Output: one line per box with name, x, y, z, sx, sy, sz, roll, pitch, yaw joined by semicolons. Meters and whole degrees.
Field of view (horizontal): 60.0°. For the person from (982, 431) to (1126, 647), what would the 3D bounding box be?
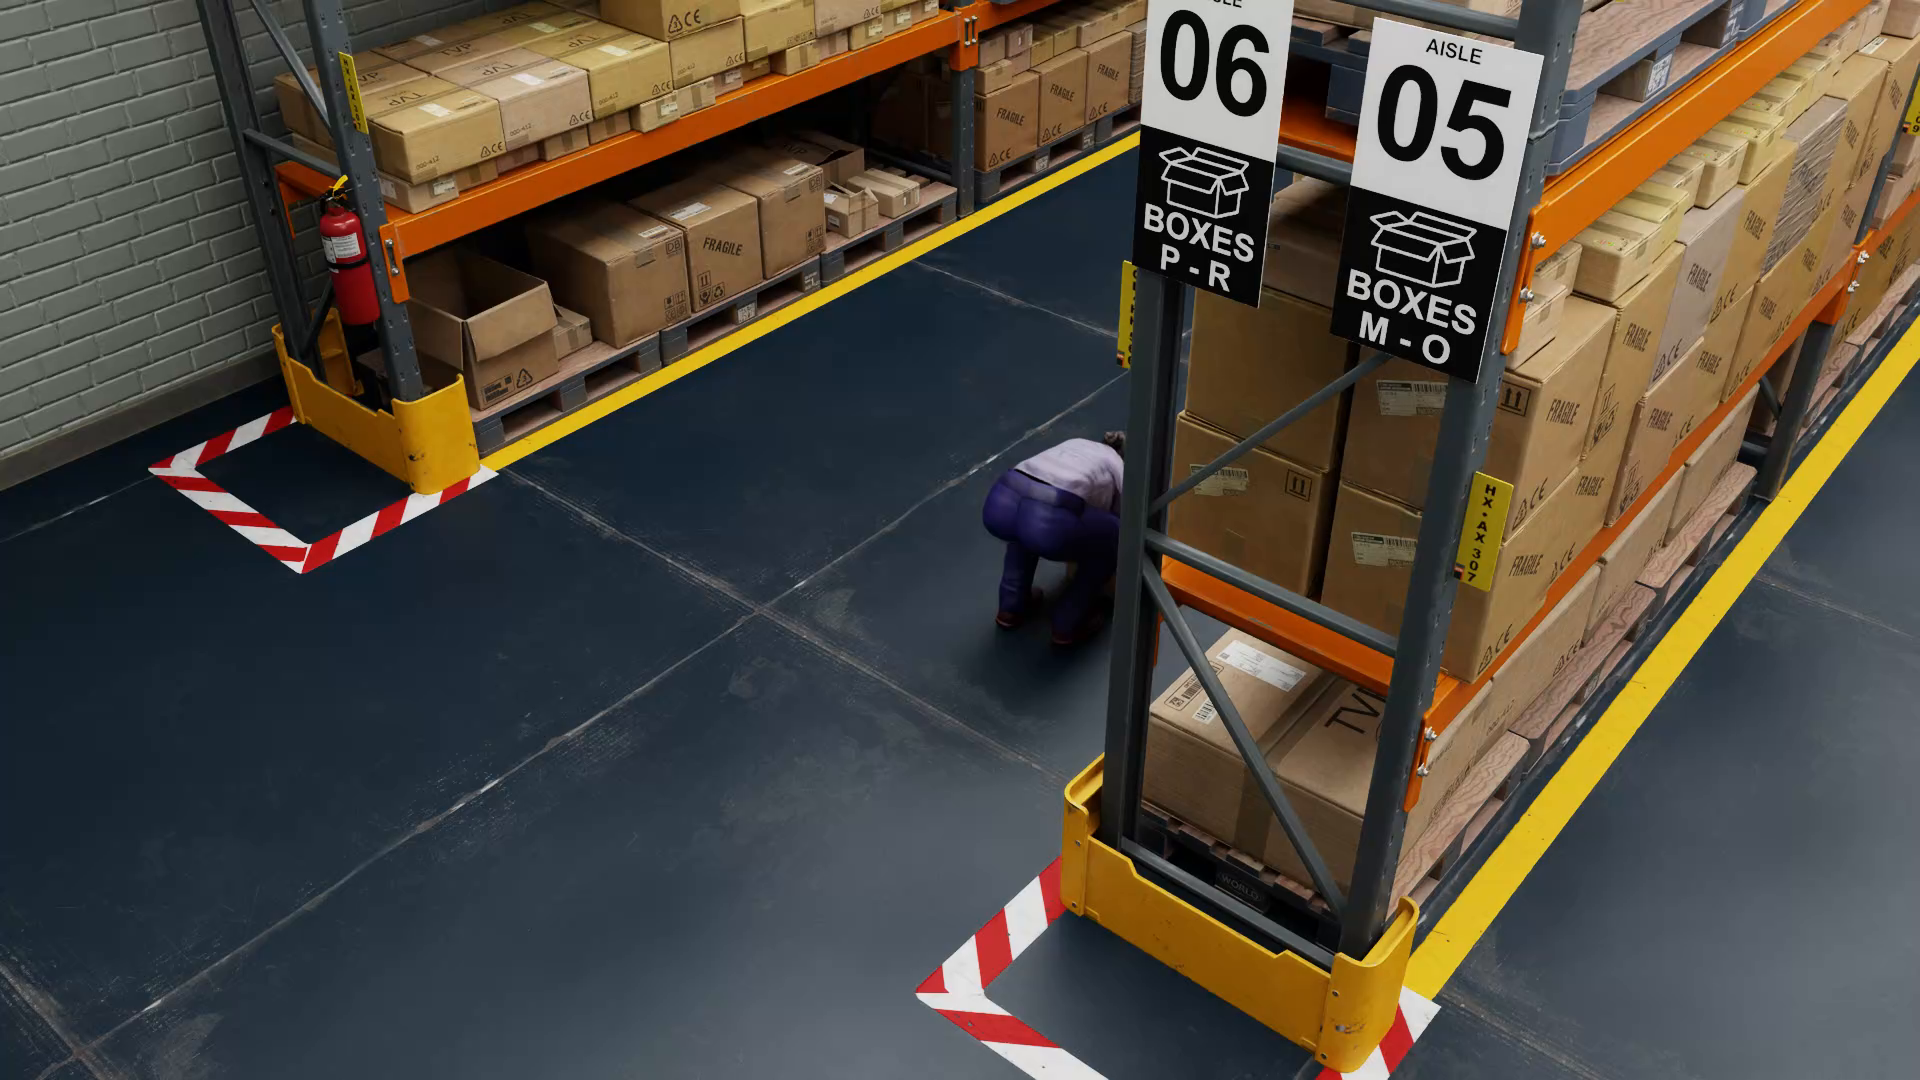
person;0.458;-0.048;6.927;0.514;0.841;0.900;24;42;30
